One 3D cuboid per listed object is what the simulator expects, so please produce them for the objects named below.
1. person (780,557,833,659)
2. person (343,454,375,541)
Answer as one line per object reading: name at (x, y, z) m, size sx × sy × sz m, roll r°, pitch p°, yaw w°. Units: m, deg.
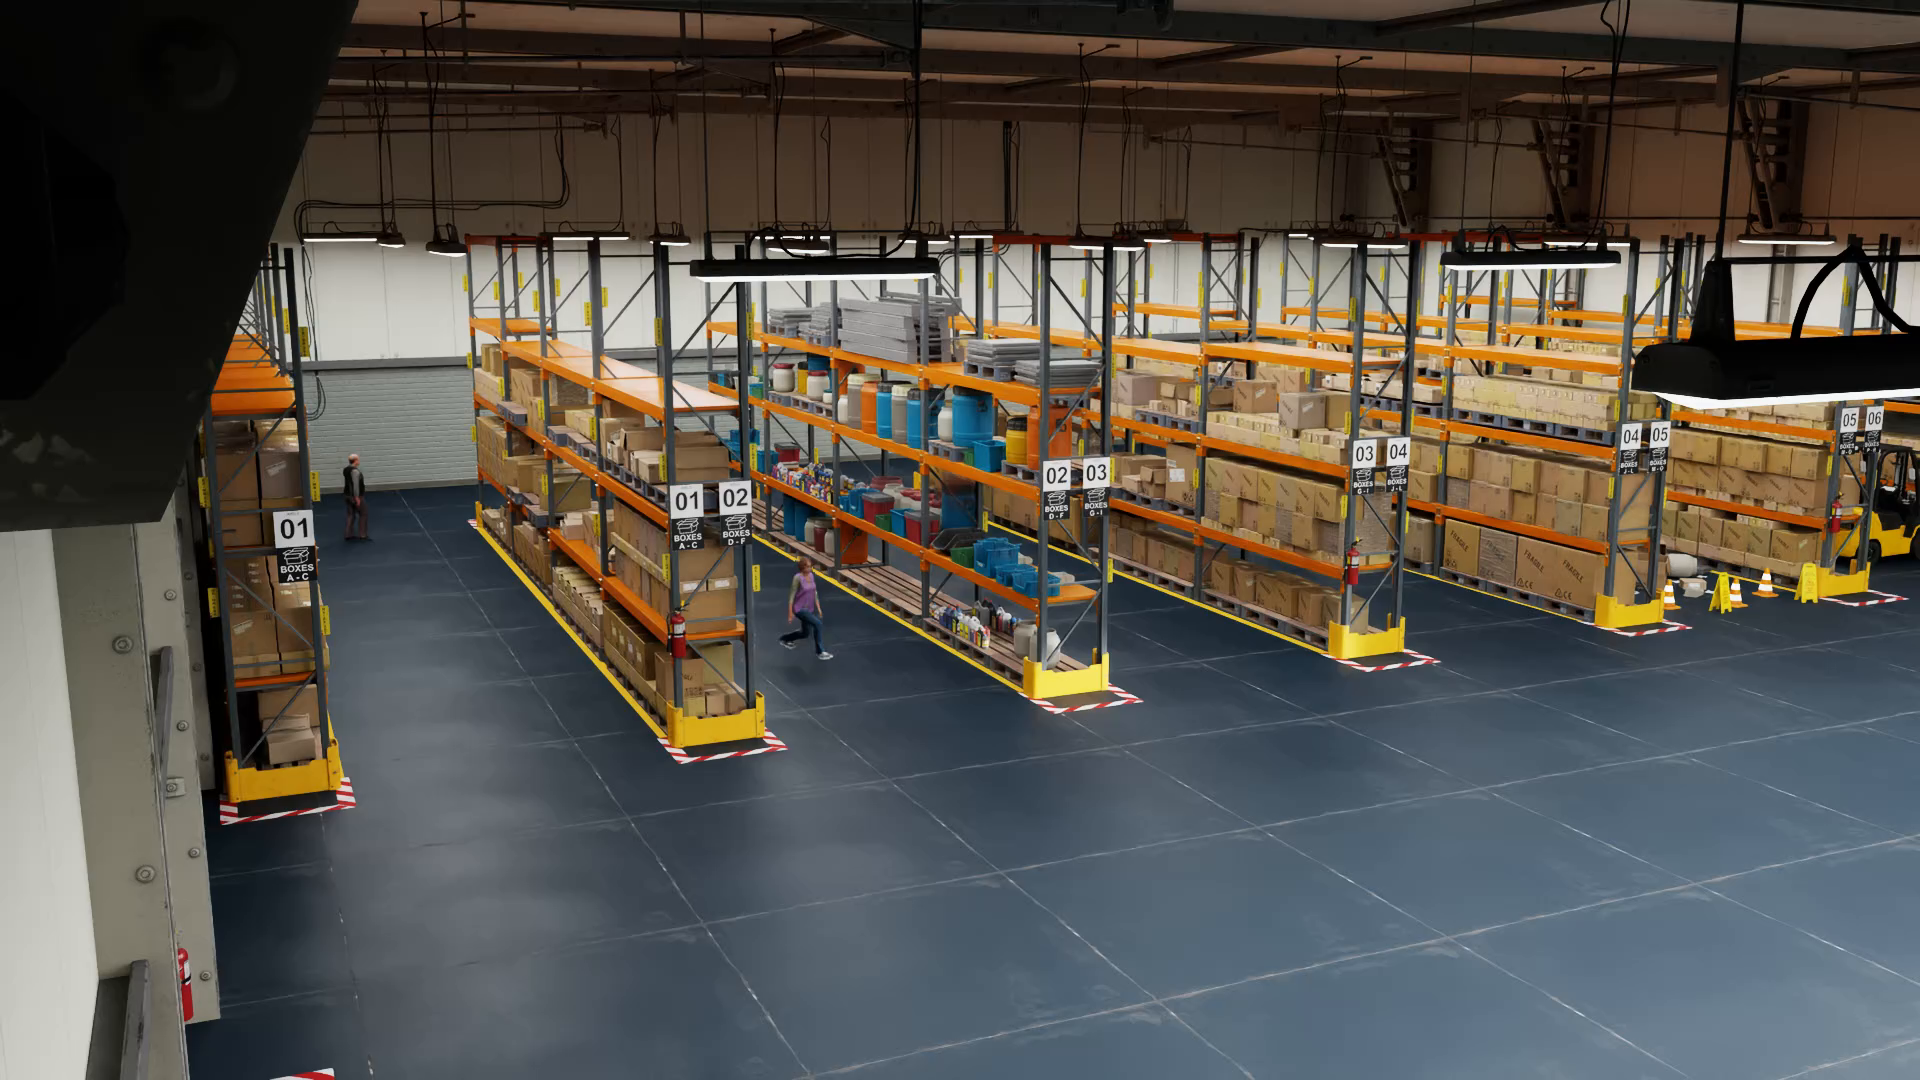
person at (-2.145, 0.931, 23.400) m, size 1.055 × 1.395 × 0.448 m, roll 6°, pitch 12°, yaw 28°
person at (-11.989, -0.824, 32.942) m, size 0.575 × 1.764 × 0.543 m, roll 10°, pitch 15°, yaw 41°
